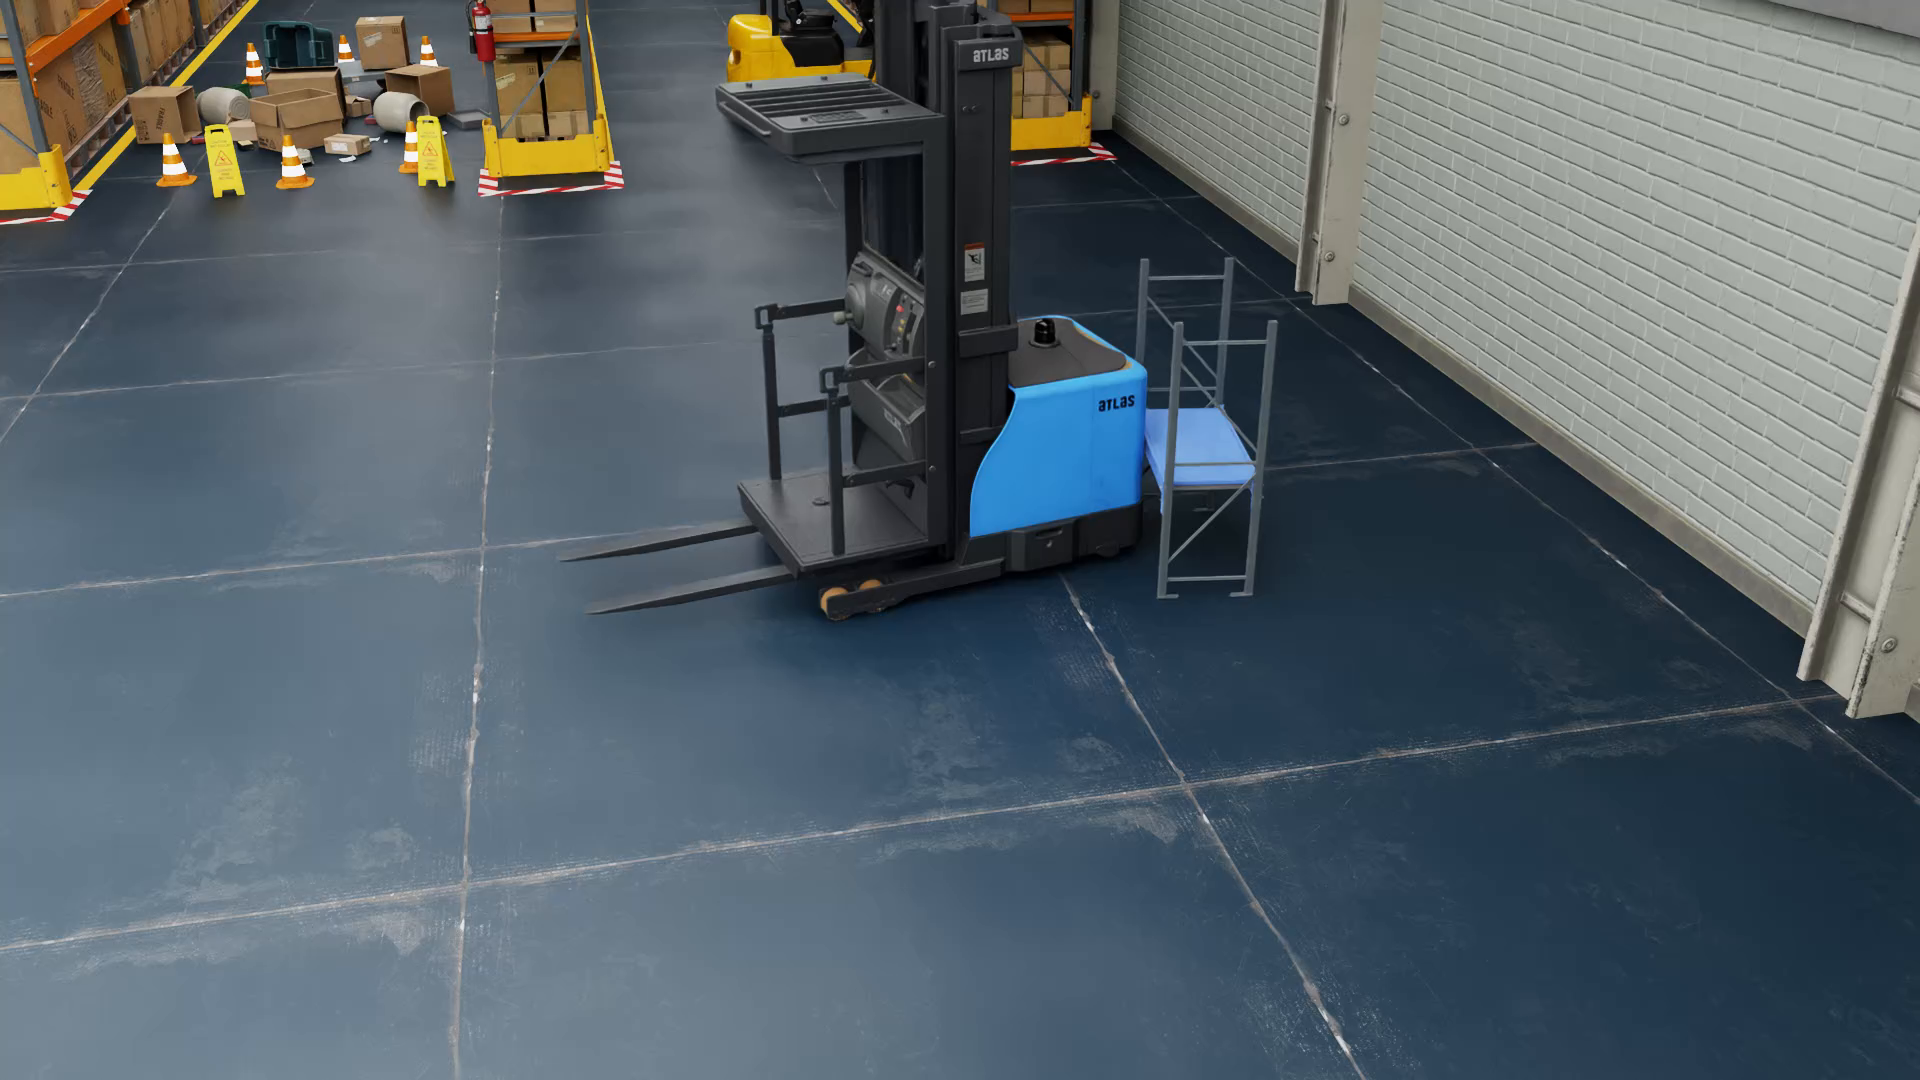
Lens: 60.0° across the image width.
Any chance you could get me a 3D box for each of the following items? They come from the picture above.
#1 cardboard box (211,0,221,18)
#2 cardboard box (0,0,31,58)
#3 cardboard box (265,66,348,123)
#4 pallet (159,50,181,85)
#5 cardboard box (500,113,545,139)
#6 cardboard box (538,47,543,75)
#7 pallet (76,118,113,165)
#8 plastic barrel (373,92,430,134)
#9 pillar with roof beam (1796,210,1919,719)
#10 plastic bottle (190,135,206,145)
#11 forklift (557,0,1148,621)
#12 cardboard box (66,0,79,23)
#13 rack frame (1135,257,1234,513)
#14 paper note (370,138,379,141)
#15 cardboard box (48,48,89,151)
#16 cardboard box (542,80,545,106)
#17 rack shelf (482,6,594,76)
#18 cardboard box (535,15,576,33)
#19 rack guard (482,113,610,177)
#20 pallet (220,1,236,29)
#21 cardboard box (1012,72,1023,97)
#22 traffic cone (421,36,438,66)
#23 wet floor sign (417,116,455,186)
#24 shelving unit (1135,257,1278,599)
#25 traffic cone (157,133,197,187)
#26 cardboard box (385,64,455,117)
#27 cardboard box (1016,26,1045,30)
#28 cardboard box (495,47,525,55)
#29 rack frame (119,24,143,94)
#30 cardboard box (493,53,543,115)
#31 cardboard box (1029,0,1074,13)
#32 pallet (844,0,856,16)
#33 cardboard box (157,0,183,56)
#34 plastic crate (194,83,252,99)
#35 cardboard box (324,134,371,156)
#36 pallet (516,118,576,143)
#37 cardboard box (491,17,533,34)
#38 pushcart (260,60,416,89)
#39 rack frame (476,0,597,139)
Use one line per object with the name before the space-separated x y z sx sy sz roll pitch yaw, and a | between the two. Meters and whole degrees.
cardboard box | -10.693 -7.580 23.247 0.500 0.500 0.500 -6 27 -11
cardboard box | -8.990 -4.665 14.997 0.875 0.550 0.550 -6 27 -12
cardboard box | -7.144 -4.856 18.162 0.797 0.637 0.503 -6 27 -12
pallet | -10.290 -5.818 20.543 1.003 0.211 1.213 -6 27 -12
cardboard box | -4.512 -4.285 16.995 0.500 0.250 0.500 -6 27 -12
cardboard box | -4.847 -5.289 18.153 0.500 0.500 0.500 -5 27 -9
pallet | -9.390 -4.072 17.084 1.003 0.211 1.213 -6 27 -12
plastic barrel | -6.003 -4.589 17.873 0.512 0.421 0.421 13 30 24
pillar with roof beam | 0.004 -2.862 4.934 9.100 9.000 0.400 -6 27 -12
plastic bottle | -7.971 -4.238 17.578 0.283 0.061 0.133 -16 31 -29
forklift | -0.568 -1.170 8.315 3.031 2.935 1.130 -11 29 -21
cardboard box | -9.299 -5.391 16.435 0.875 0.550 0.500 -6 27 -12
rack frame | 1.217 -0.835 9.239 0.500 1.500 0.032 -1 27 -3
paper note | -6.260 -4.257 17.663 0.148 0.019 0.142 3 27 6
cardboard box | -9.280 -4.355 16.442 0.875 0.875 0.875 -6 27 -12
cardboard box | -4.841 -4.950 18.314 0.500 0.250 0.500 -6 27 -12
rack shelf | -4.513 -5.543 17.702 1.077 0.370 4.000 -6 27 -12
cardboard box | -3.937 -5.044 16.194 0.380 0.149 0.250 -6 27 -11
rack guard | -4.080 -3.904 16.430 1.175 0.500 0.348 -6 27 -12
pallet | -11.111 -7.584 24.042 1.003 0.211 1.213 -6 27 -12
cardboard box | 0.358 -4.857 17.575 0.500 0.250 0.500 -6 27 -12
traffic cone | -6.607 -6.012 20.648 0.336 0.463 0.334 -6 27 -12
wet floor sign | -5.062 -3.743 15.950 0.267 0.644 0.232 3 27 6
shelving unit | 1.248 -0.607 8.786 0.538 1.500 1.048 -1 27 -3
traffic cone | -7.599 -3.684 16.036 0.336 0.463 0.334 -6 27 -12
cardboard box | -6.048 -5.019 18.636 0.500 0.500 0.500 13 30 24
cardboard box | 0.630 -5.568 18.429 0.500 0.250 0.500 -6 27 -12
cardboard box | -4.645 -5.050 16.960 0.380 0.149 0.250 -5 27 -10
rack frame | -9.764 -6.195 18.196 1.000 3.000 0.127 -6 27 -12
cardboard box | -4.497 -4.606 16.801 0.500 0.500 0.500 -6 27 -11
cardboard box | 0.932 -5.782 17.267 0.500 0.500 0.500 -5 27 -10
pallet | -1.162 -8.091 25.046 1.003 0.211 1.213 -6 27 -12
cardboard box | -10.415 -6.475 20.780 1.050 0.750 0.750 -6 27 -11
plastic crate | -8.448 -5.023 18.929 0.450 0.188 0.662 -2 25 20
cardboard box | -6.326 -4.084 17.176 0.380 0.149 0.250 8 28 15
pallet | -4.228 -4.135 17.209 1.003 0.211 1.213 -6 27 -12
cardboard box | -4.355 -5.017 16.139 0.380 0.149 0.250 -5 27 -10
pushcart | -7.174 -5.318 19.368 1.648 0.377 0.936 -16 31 -29
rack frame | -4.062 -4.987 15.800 1.000 3.000 0.127 -6 27 -12
